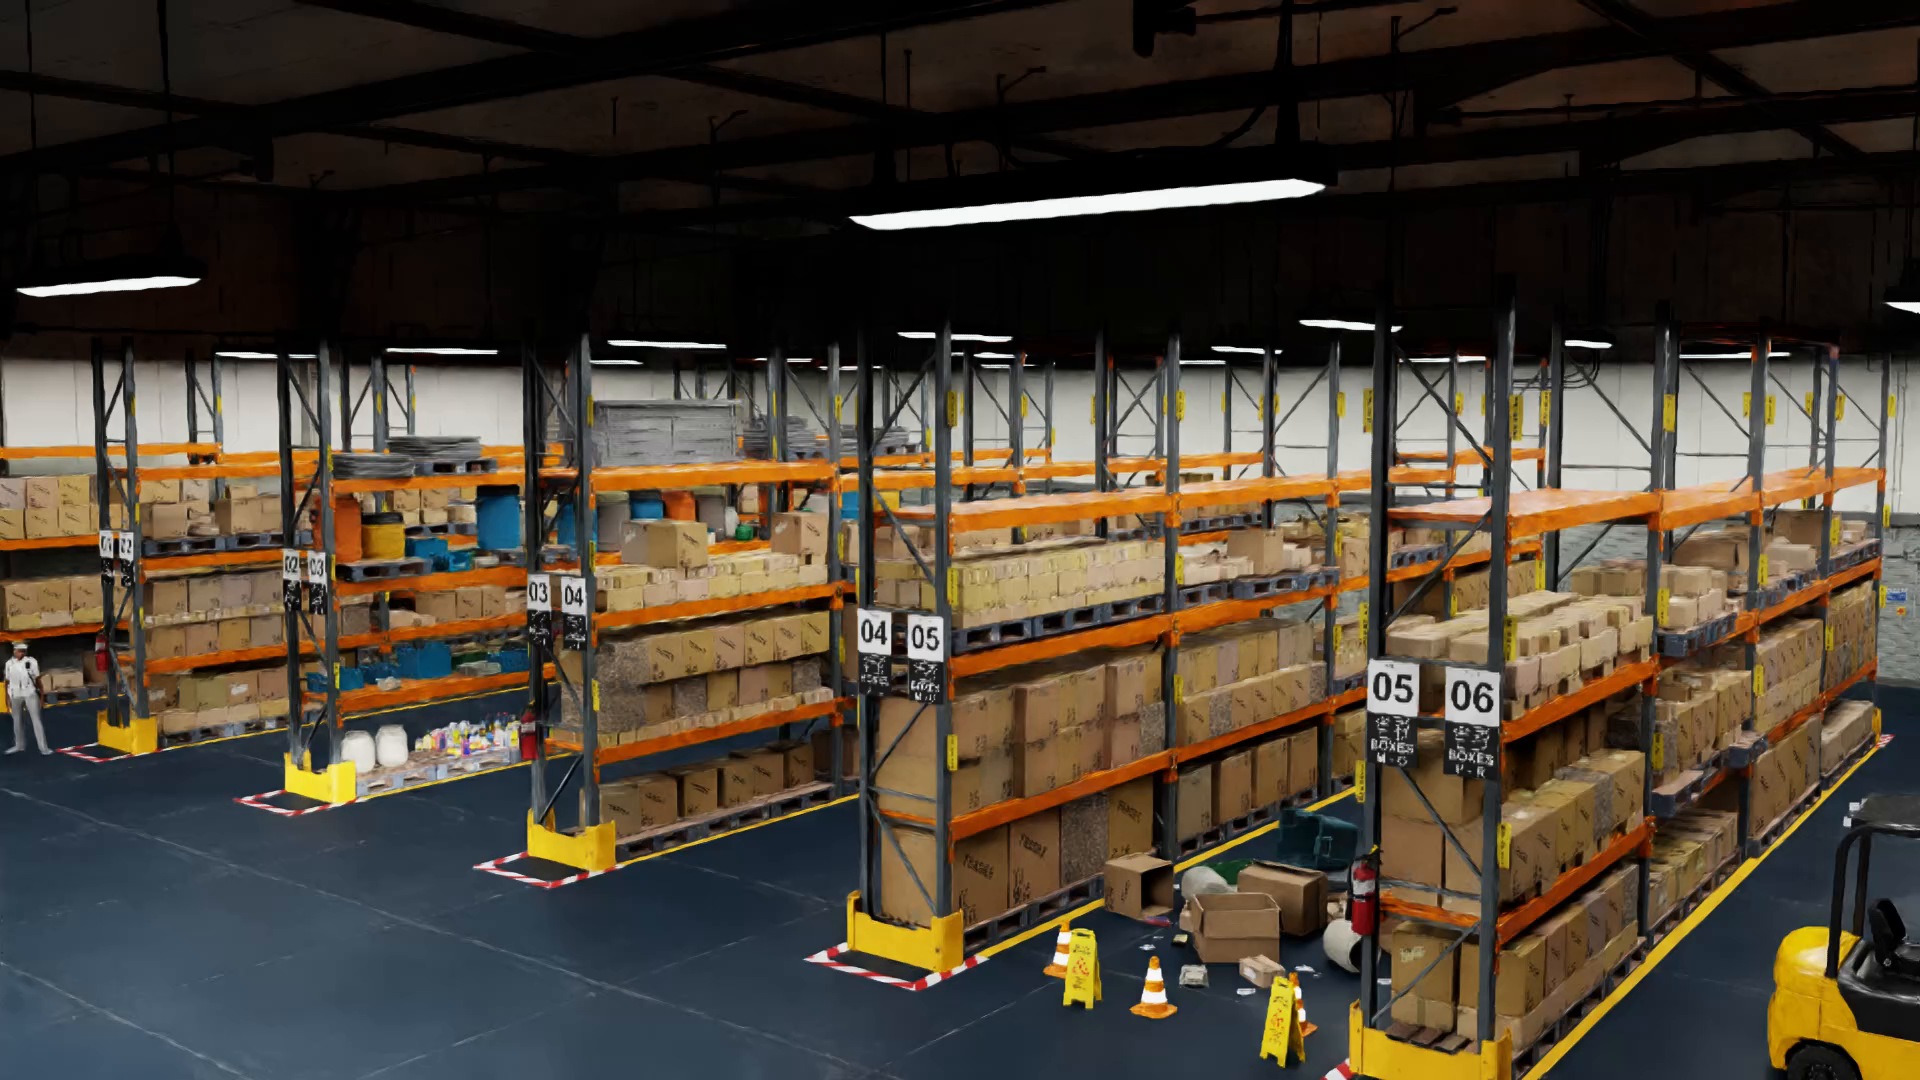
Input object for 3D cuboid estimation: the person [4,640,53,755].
[{"bbox_3d":[-13.388,2.246,23.865,0.697,1.668,0.555,-2,5,-17],"label":"person"}]
